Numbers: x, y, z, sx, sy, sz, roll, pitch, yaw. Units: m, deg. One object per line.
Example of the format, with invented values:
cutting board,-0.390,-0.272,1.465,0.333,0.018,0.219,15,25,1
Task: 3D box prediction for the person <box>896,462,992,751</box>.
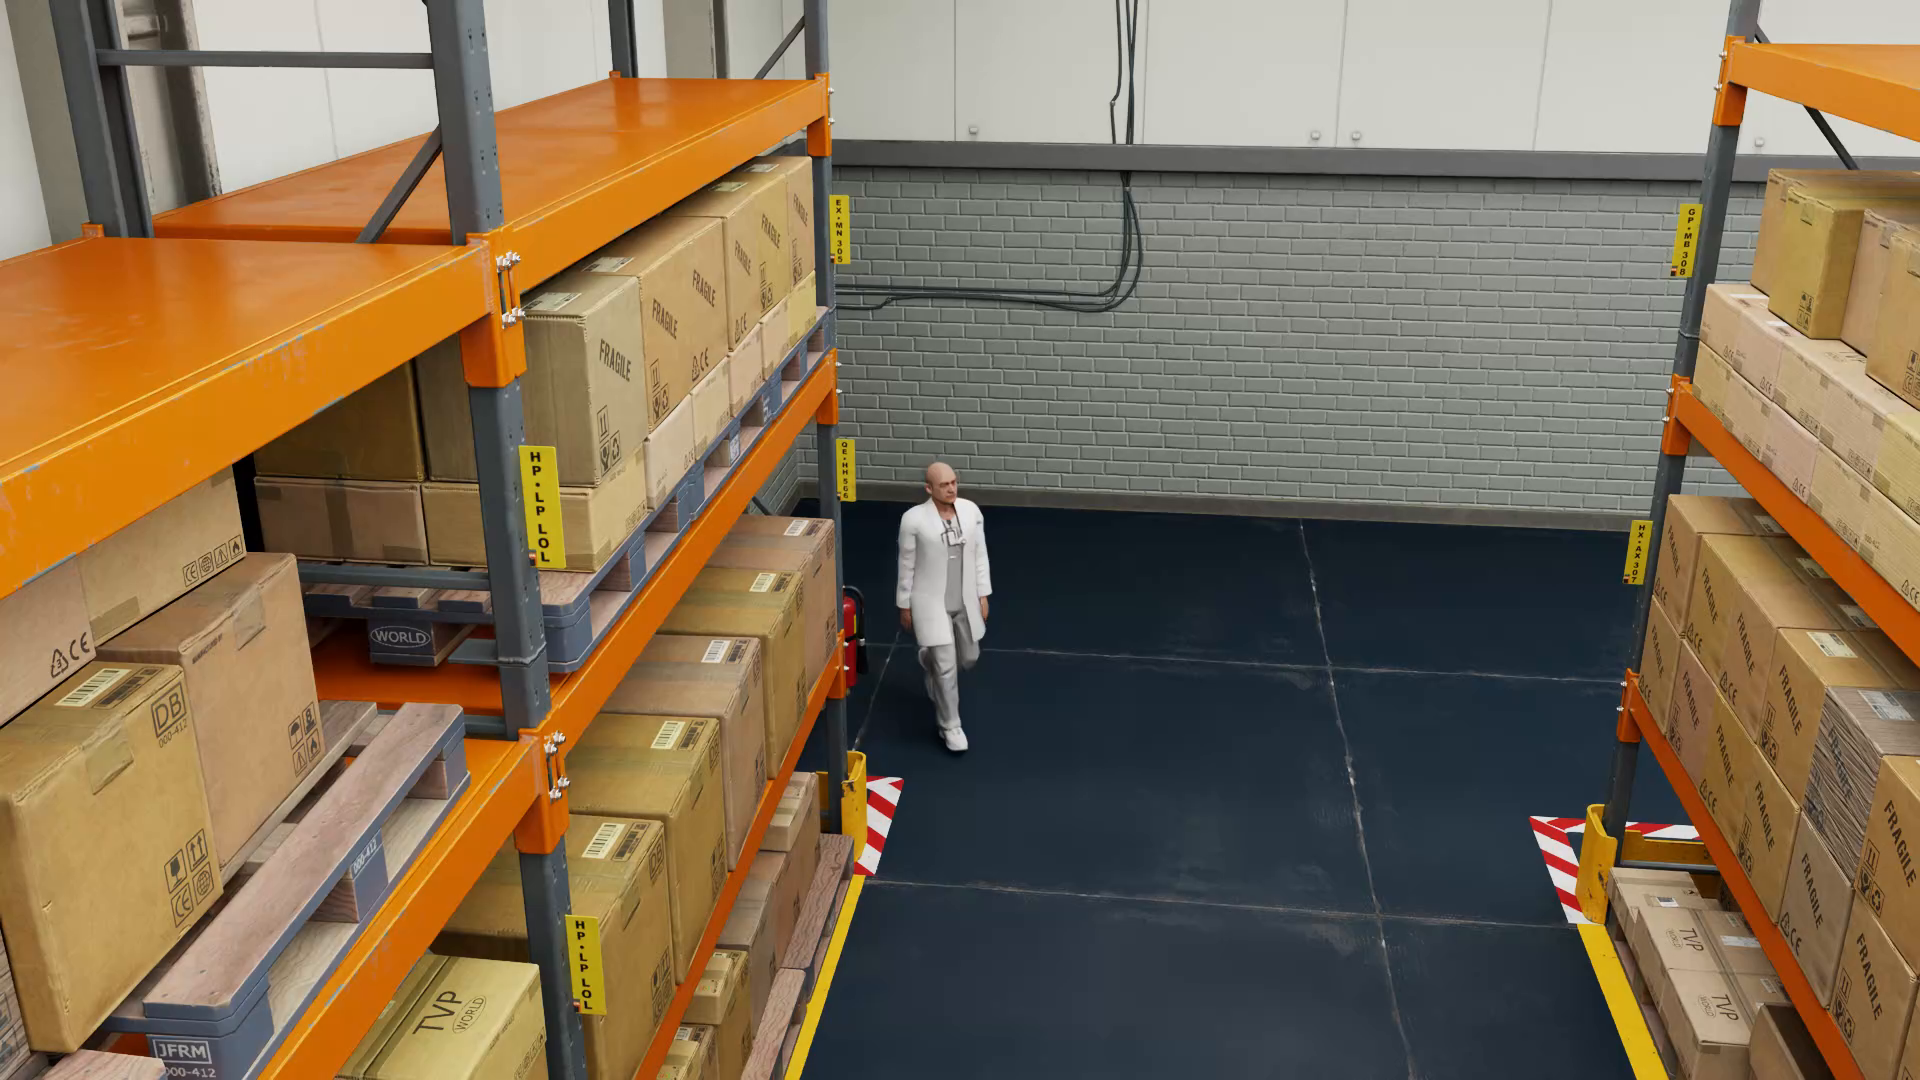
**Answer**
person,-0.114,0.348,10.155,0.599,1.754,0.855,-10,23,-25
